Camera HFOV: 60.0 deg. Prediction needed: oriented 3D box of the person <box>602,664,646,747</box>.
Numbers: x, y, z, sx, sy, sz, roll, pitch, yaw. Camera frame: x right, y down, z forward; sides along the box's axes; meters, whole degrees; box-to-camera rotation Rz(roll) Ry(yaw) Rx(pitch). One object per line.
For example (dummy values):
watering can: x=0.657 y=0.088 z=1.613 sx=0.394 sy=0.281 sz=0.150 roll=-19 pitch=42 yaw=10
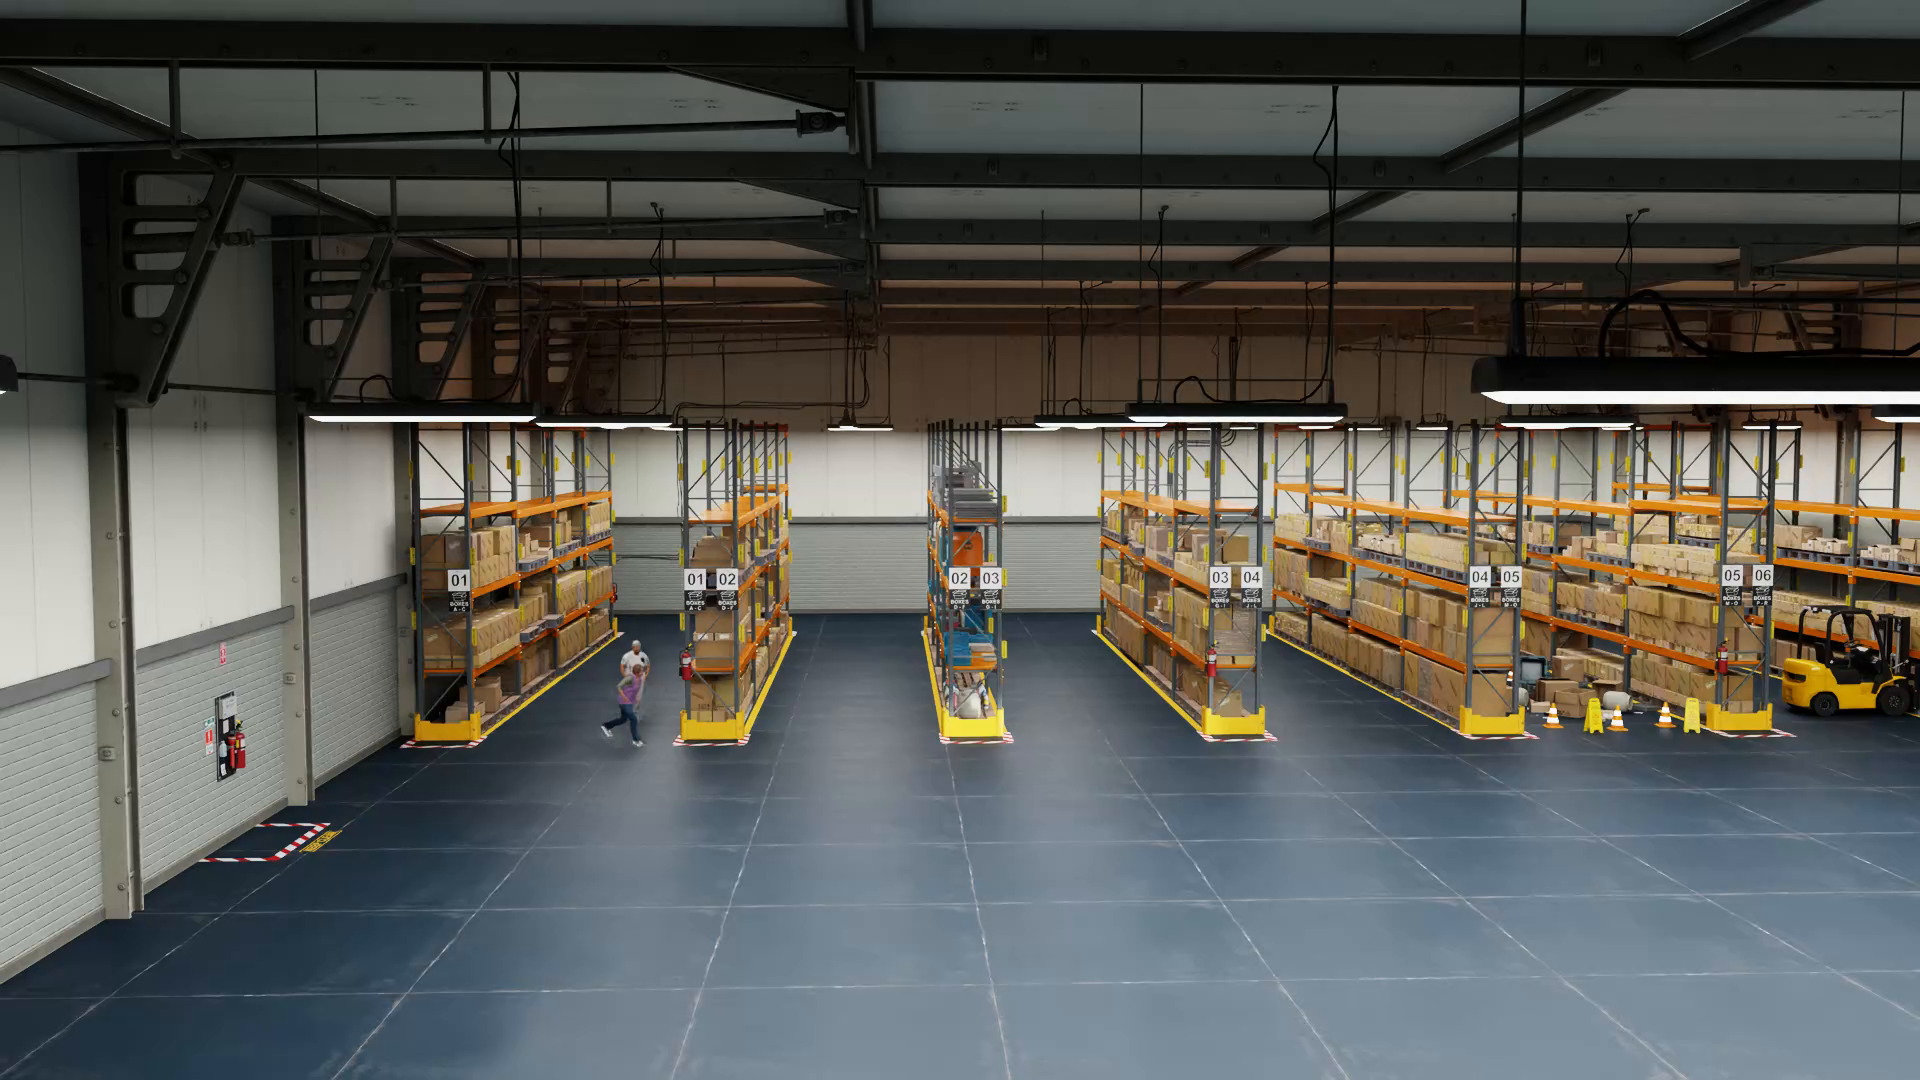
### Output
person: x=-6.193 y=3.027 z=30.471 sx=0.900 sy=1.550 sz=0.563 roll=2 pitch=4 yaw=24

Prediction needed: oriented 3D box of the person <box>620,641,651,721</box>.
person: x=-6.497 y=2.801 z=33.302 sx=0.604 sy=1.612 sz=0.578 roll=-1 pitch=4 yaw=-11
